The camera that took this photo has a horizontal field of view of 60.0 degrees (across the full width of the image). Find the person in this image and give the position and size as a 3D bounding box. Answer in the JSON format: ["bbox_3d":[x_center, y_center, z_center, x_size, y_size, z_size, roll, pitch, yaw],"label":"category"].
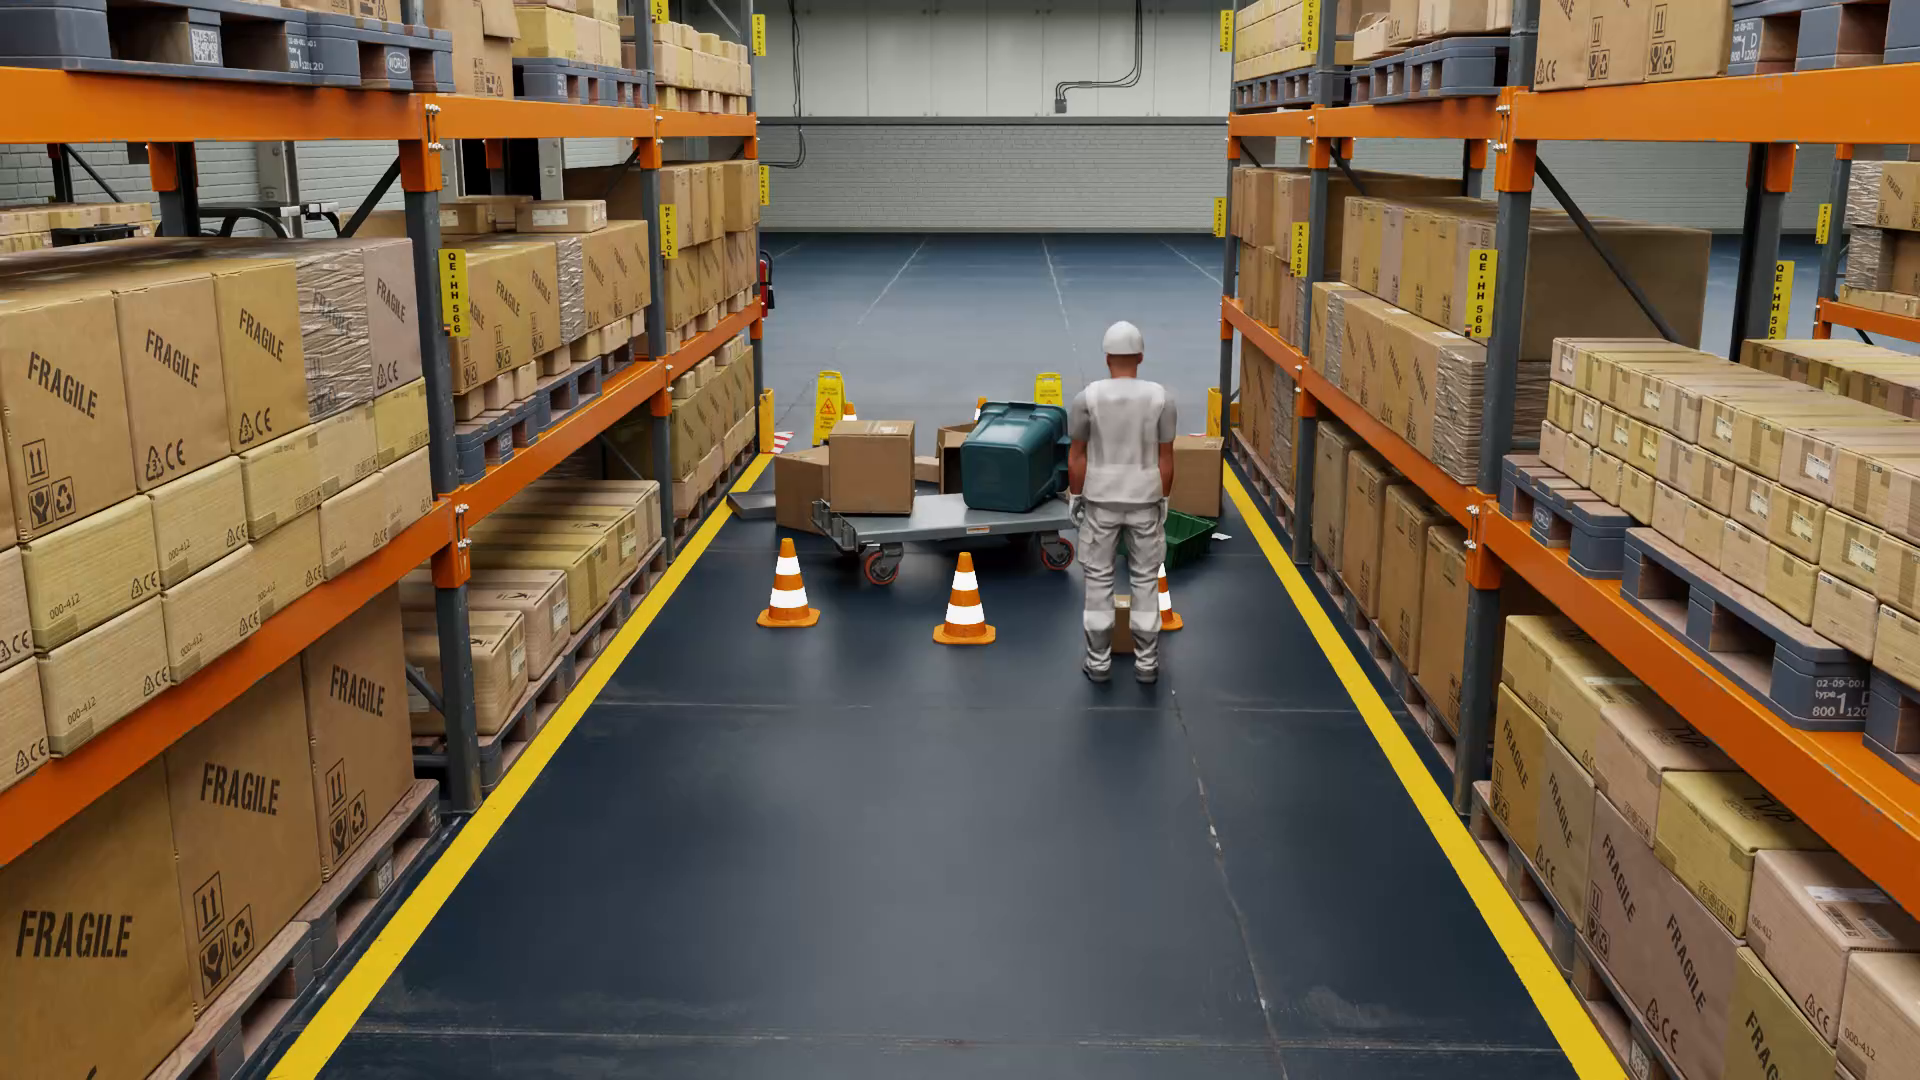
[{"bbox_3d":[0.790,-0.183,8.199,0.525,1.783,0.337,1,14,3],"label":"person"}]
